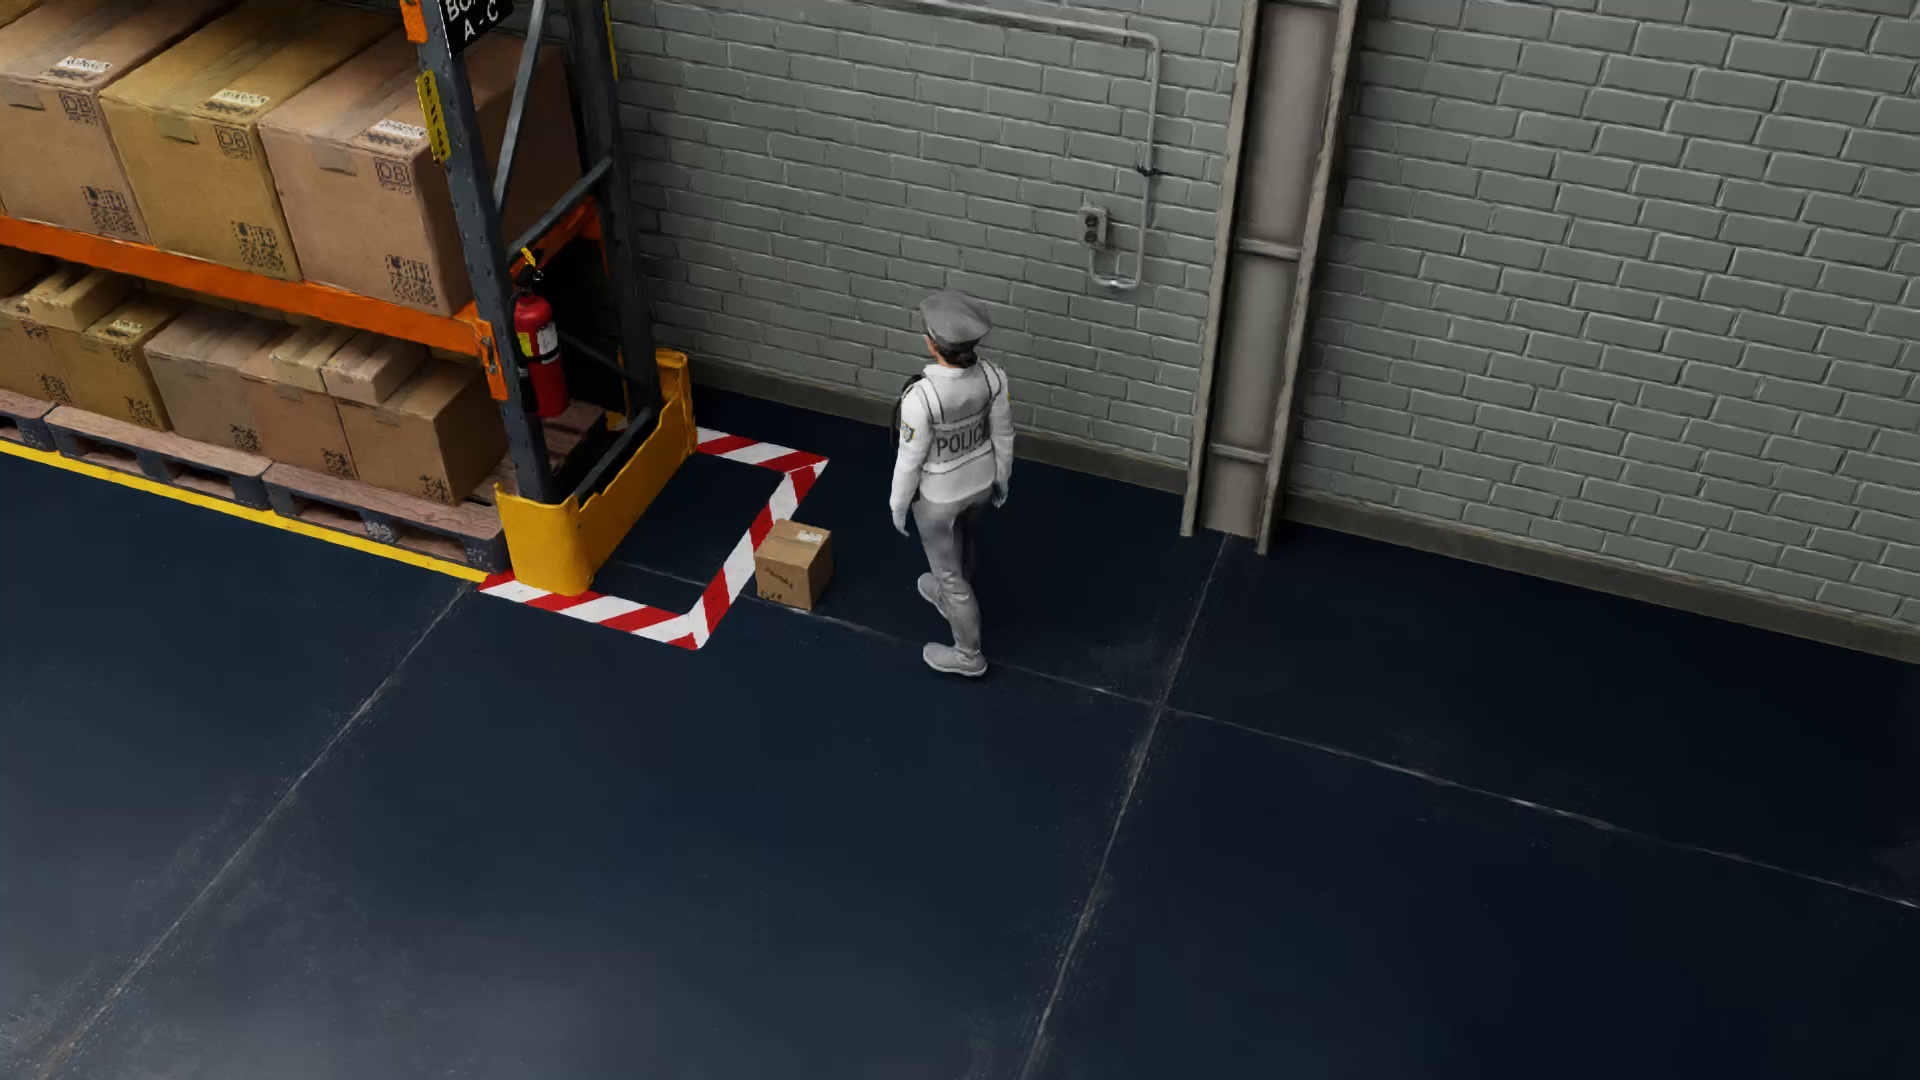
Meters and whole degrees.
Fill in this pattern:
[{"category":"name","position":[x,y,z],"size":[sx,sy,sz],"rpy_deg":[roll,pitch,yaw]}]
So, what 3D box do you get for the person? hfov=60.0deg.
[{"category":"person","position":[-0.081,-0.225,6.385],"size":[0.502,1.669,0.613],"rpy_deg":[-30,50,-29]}]
